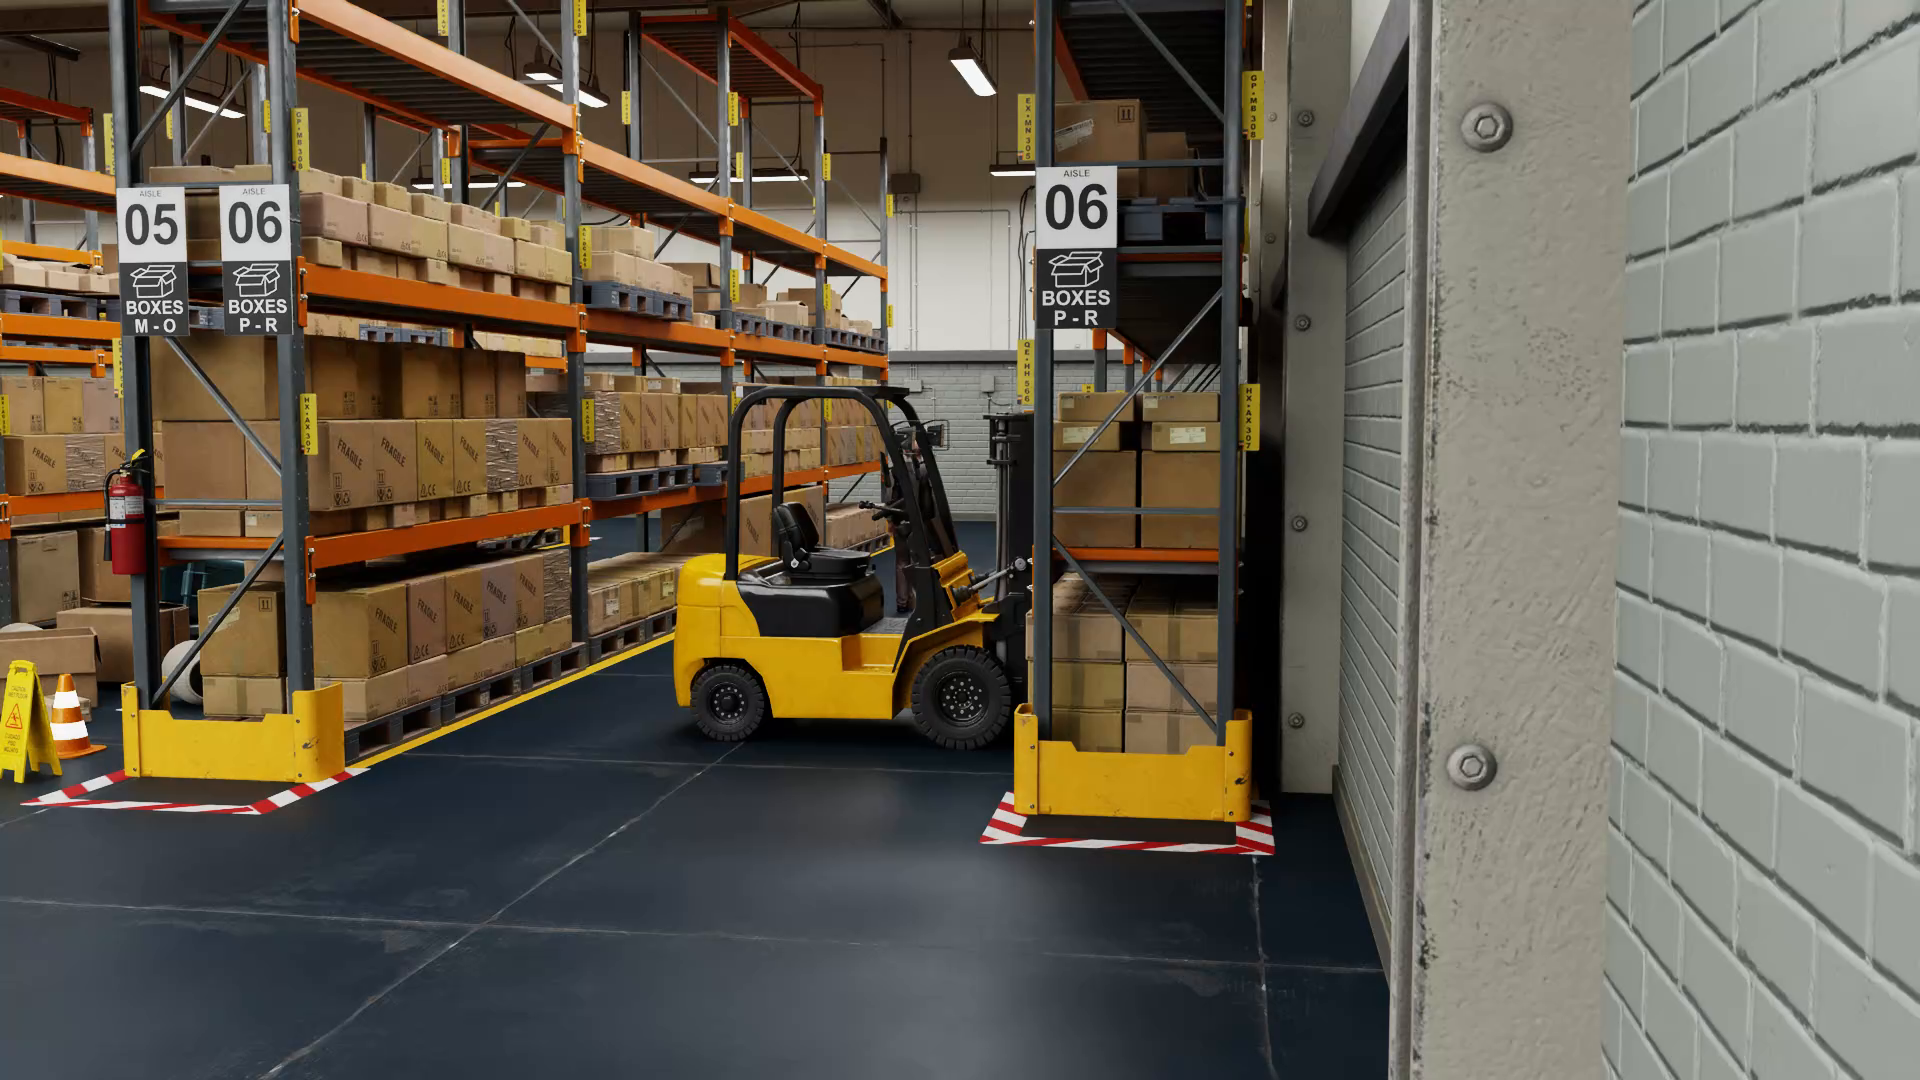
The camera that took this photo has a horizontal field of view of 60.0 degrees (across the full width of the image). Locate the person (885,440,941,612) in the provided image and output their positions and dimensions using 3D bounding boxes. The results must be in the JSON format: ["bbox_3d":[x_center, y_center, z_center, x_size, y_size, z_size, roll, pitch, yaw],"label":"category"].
[{"bbox_3d":[-0.458,-0.141,16.601,0.580,1.721,0.414,1,4,9],"label":"person"}]
